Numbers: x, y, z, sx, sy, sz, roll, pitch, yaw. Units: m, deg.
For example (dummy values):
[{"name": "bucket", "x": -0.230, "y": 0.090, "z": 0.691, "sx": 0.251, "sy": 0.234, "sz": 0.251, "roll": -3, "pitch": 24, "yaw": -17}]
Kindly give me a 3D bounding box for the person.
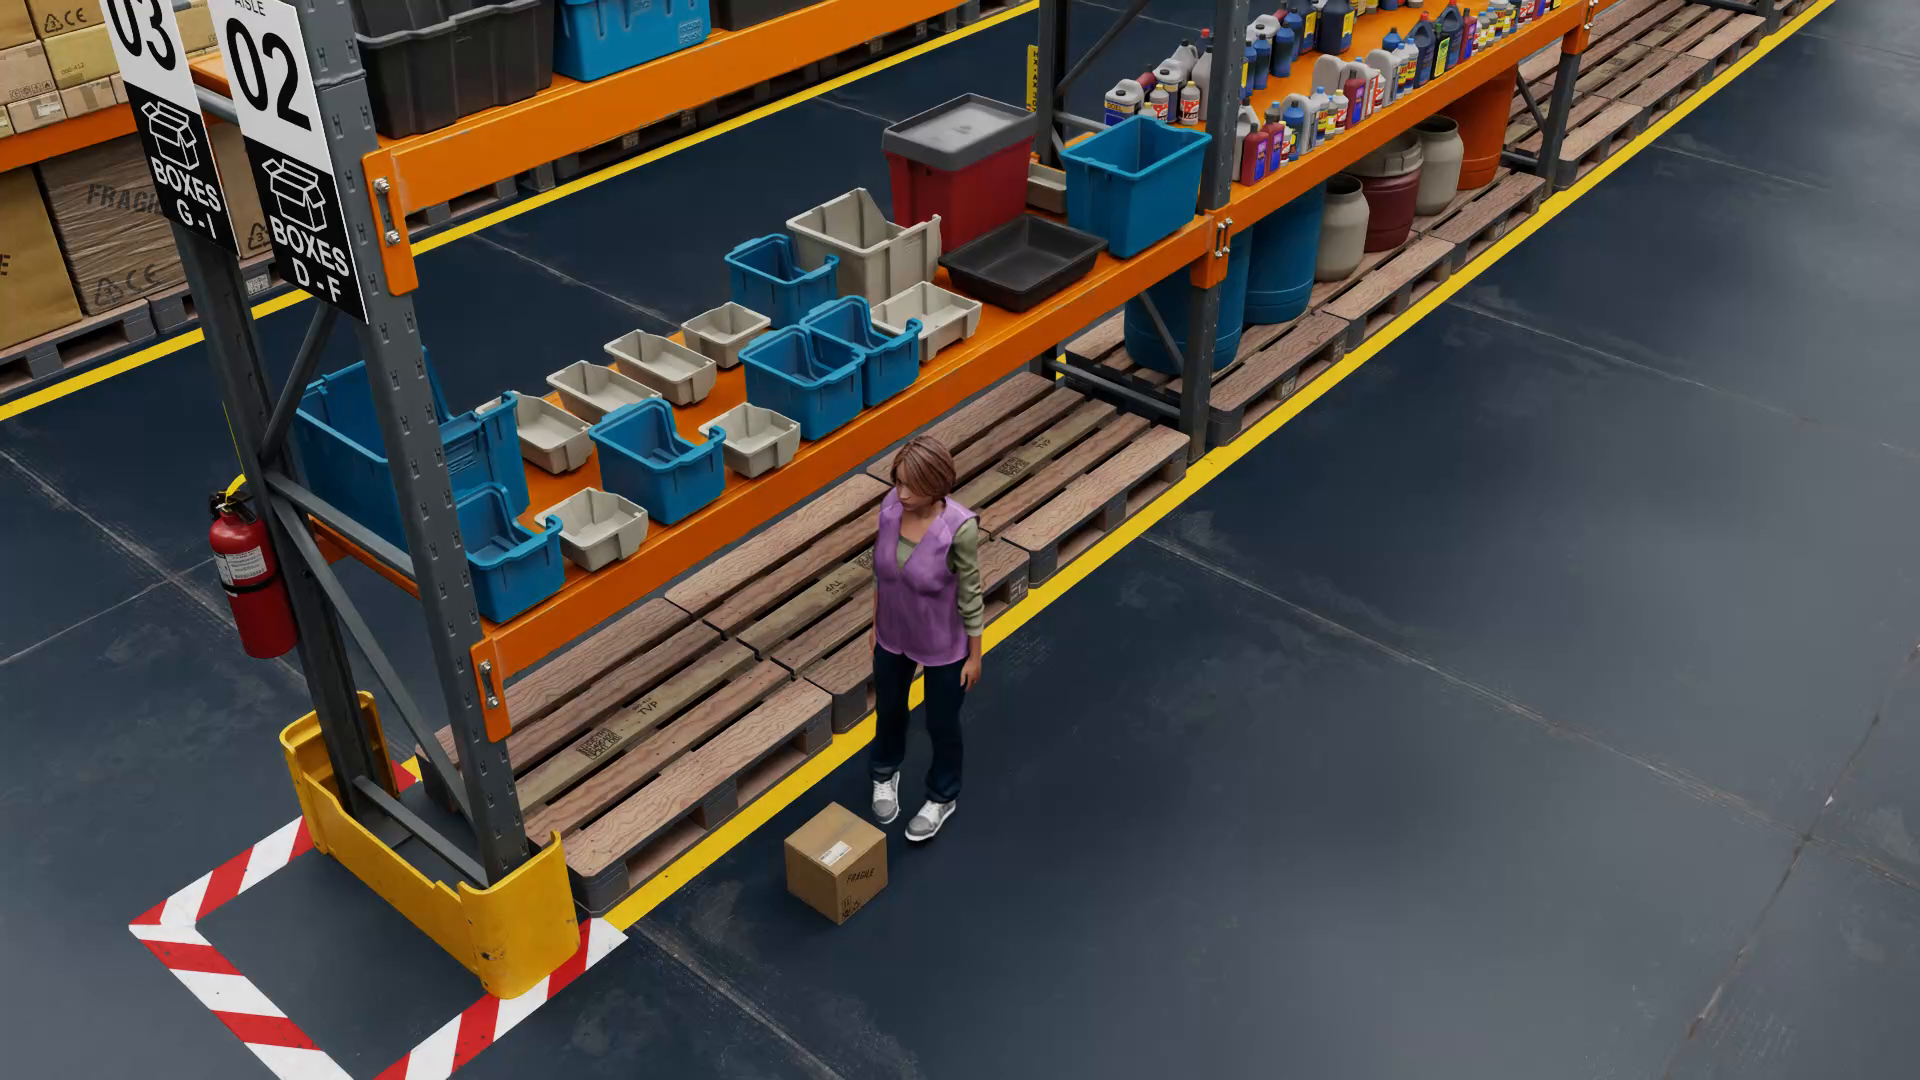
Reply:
[{"name": "person", "x": -0.142, "y": 0.356, "z": 5.659, "sx": 0.474, "sy": 1.625, "sz": 0.336, "roll": 20, "pitch": 40, "yaw": 26}]
